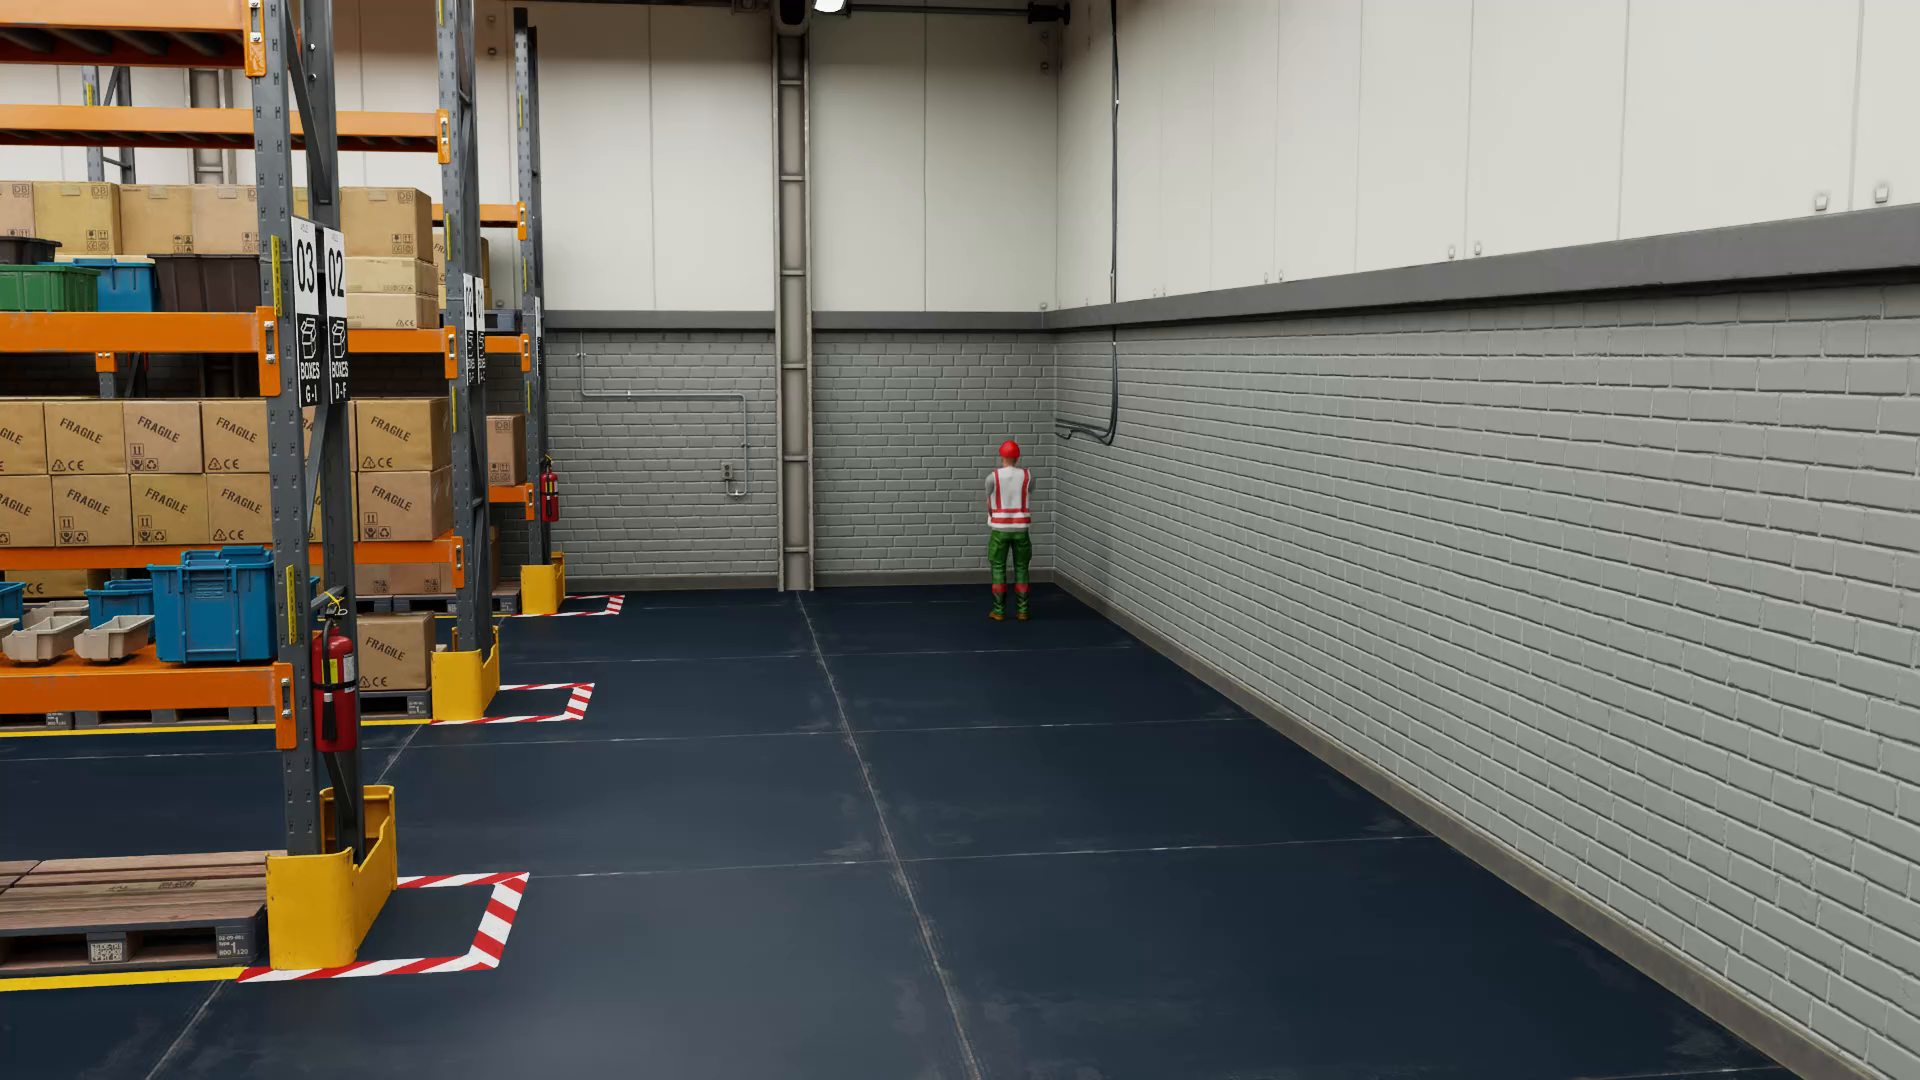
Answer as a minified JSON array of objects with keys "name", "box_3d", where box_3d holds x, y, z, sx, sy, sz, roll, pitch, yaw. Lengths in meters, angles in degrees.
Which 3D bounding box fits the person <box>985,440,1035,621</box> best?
[{"name":"person","box_3d":[0.475,-0.111,16.597,0.495,1.785,0.551,-1,6,-8]}]
